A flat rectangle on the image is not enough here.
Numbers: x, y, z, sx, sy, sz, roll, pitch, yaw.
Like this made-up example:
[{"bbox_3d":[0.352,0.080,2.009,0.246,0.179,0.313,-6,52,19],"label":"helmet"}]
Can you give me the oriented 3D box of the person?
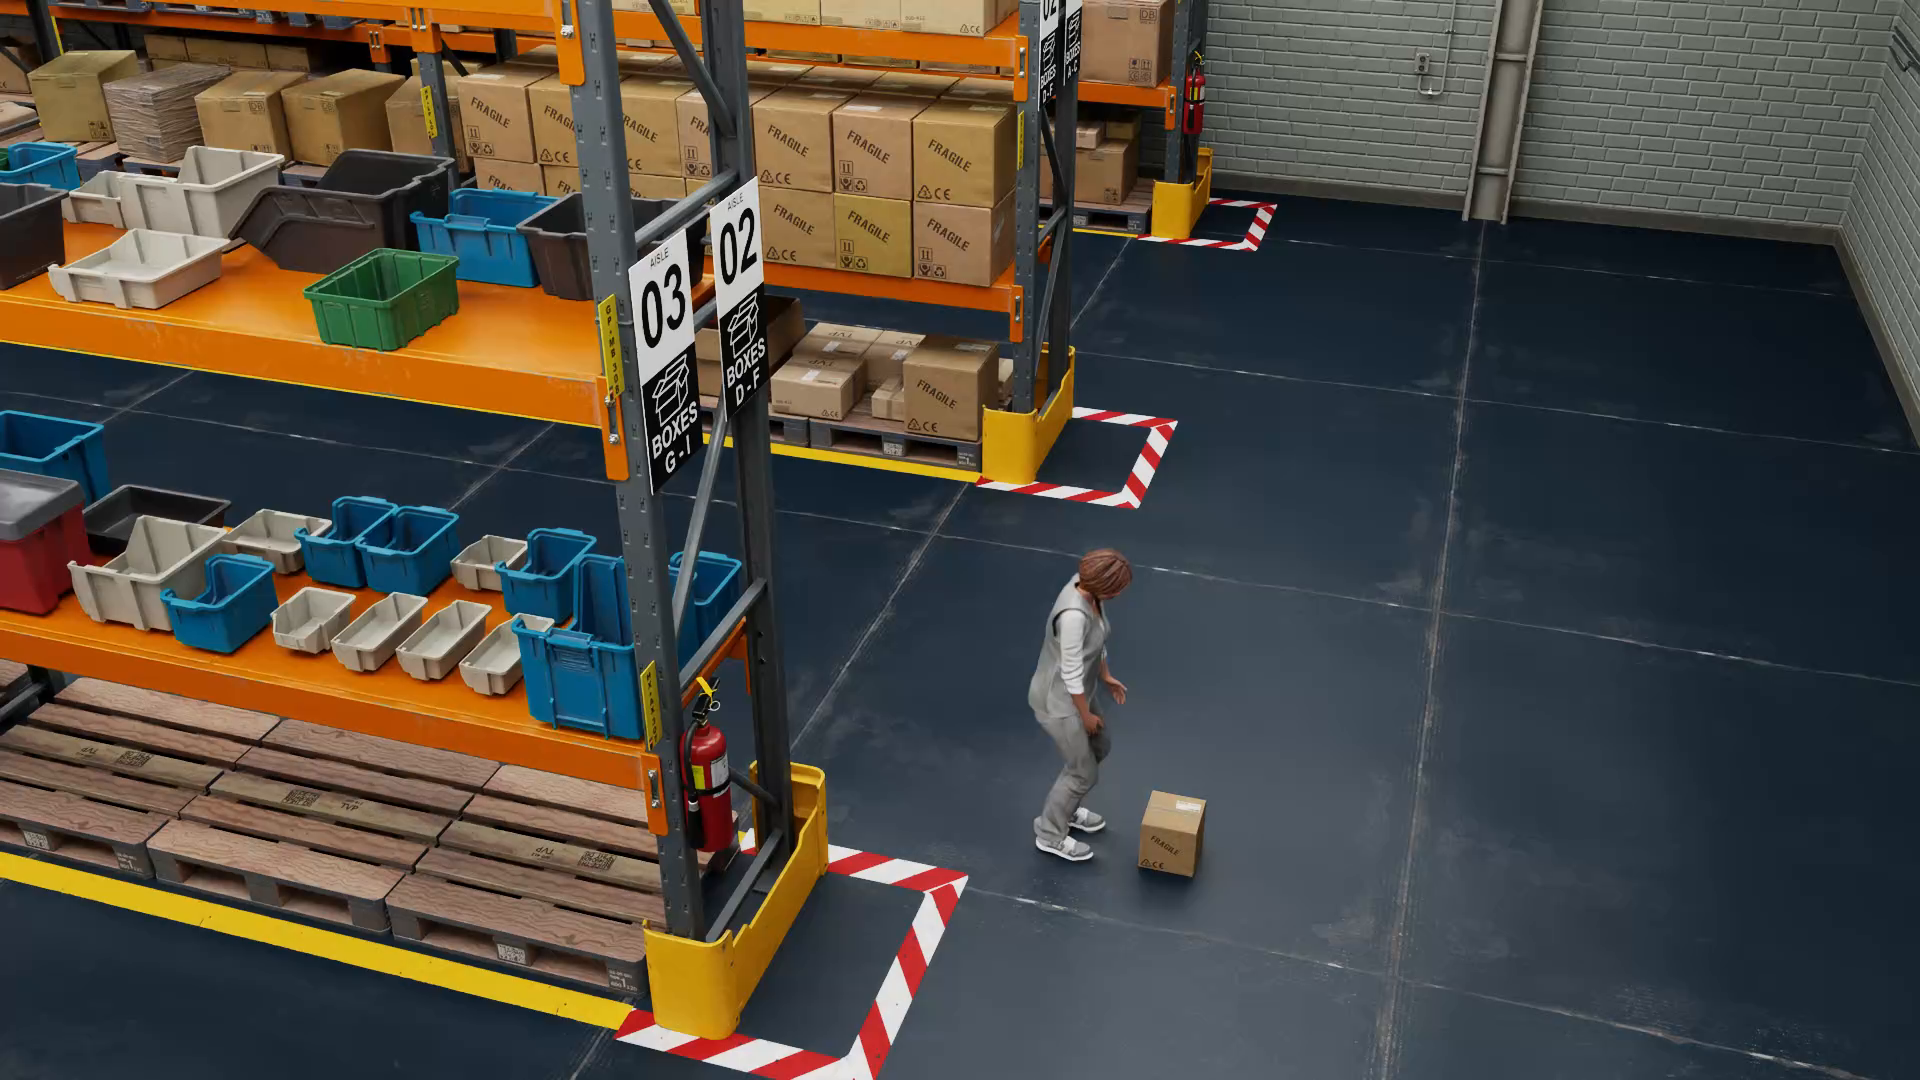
[{"bbox_3d":[0.521,0.697,7.348,0.417,1.538,0.433,9,31,16],"label":"person"}]
